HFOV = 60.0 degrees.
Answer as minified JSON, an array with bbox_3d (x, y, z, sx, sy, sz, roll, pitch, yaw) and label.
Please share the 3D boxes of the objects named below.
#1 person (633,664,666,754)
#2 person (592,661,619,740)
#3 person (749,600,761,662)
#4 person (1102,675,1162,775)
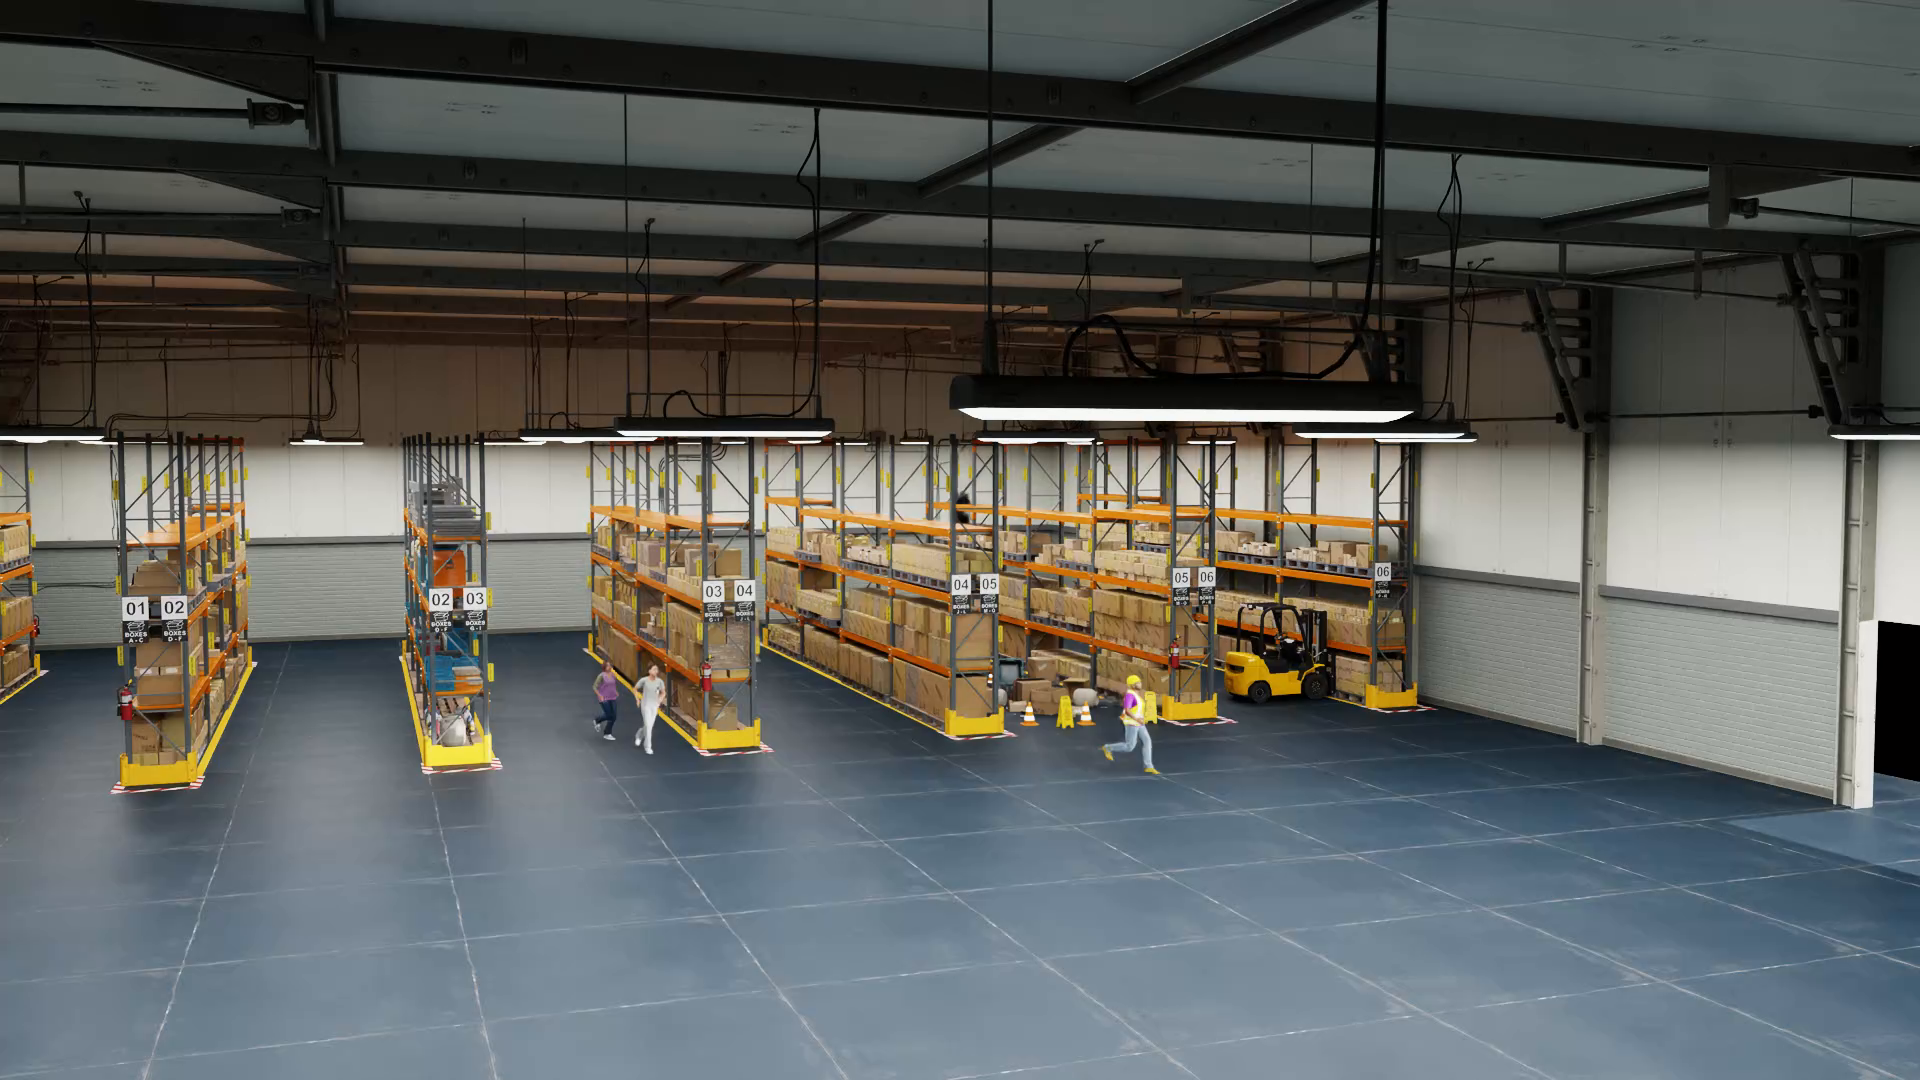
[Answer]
[{"bbox_3d":[-5.870,3.167,31.477,0.589,1.672,0.782,-2,4,-33],"label":"person"},{"bbox_3d":[-6.948,3.142,32.667,0.548,1.557,0.538,3,4,39],"label":"person"},{"bbox_3d":[-5.595,2.403,44.706,0.529,1.696,0.887,-1,3,-19],"label":"person"},{"bbox_3d":[3.028,3.251,29.266,1.054,1.753,0.676,1,3,24],"label":"person"}]
